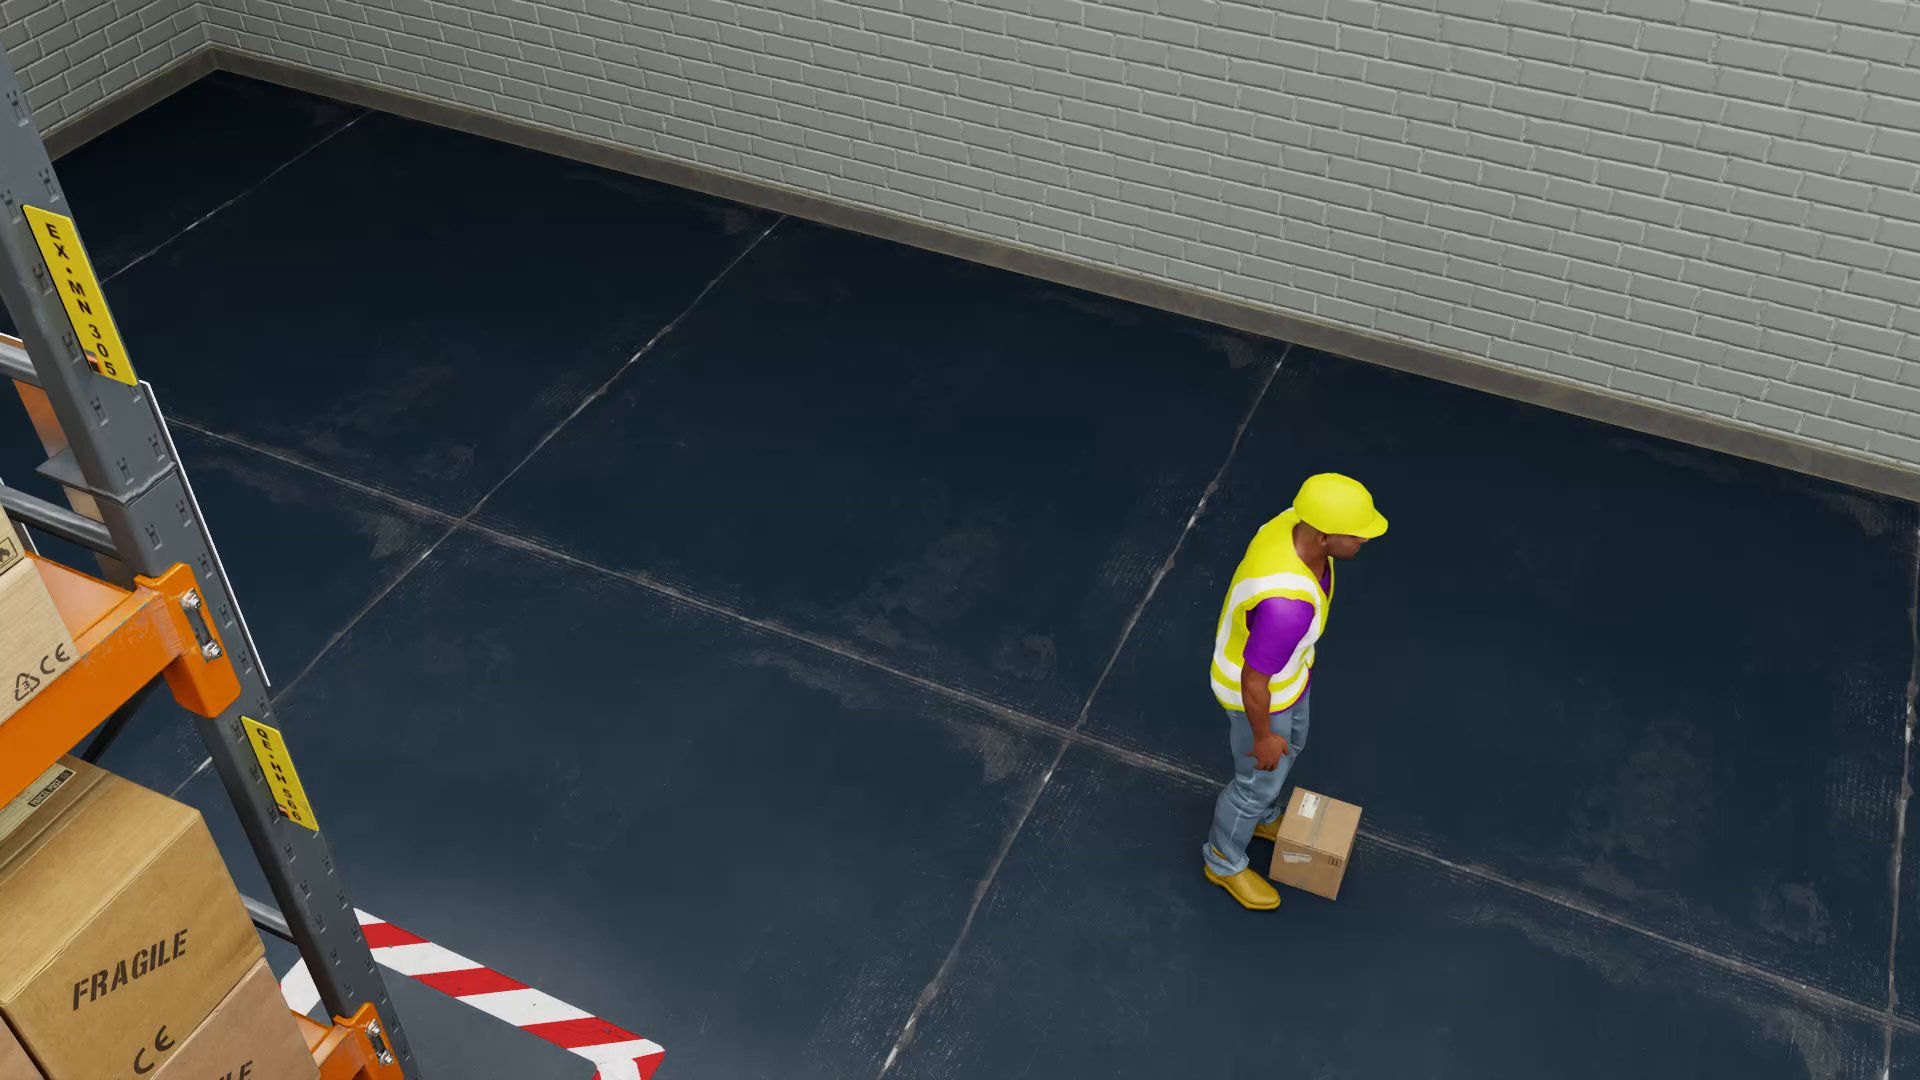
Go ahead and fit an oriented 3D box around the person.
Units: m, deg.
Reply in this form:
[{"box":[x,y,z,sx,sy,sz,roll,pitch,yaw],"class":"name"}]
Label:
[{"box":[1.082,0.474,5.616,0.460,1.759,0.634,15,44,16],"class":"person"}]
